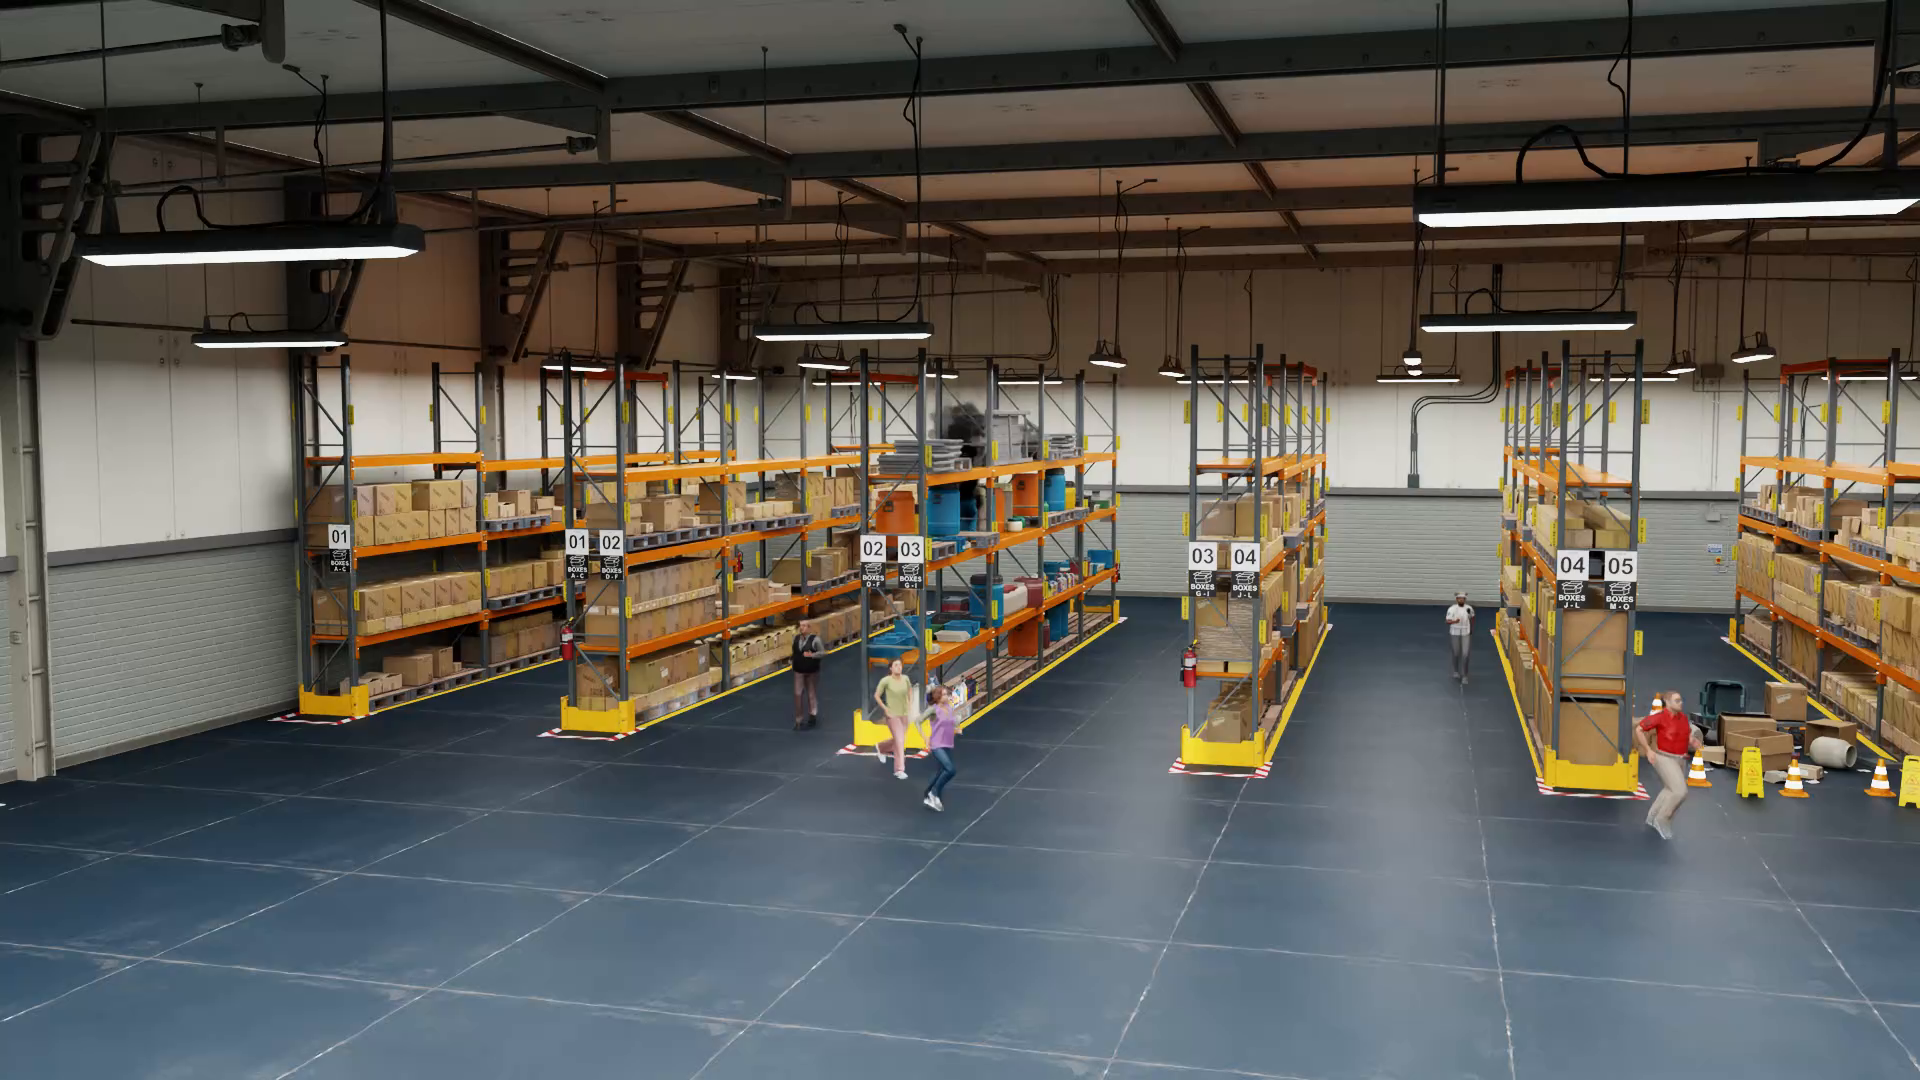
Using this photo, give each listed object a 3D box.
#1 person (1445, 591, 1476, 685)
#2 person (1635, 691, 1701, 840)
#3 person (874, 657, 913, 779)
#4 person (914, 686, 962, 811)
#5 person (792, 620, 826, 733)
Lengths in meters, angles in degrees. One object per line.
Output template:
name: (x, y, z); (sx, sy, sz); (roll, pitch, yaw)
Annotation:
person: (9.385, 1.814, 31.180); (0.560, 1.754, 0.742); (1, 4, 13)
person: (8.457, 2.680, 19.741); (0.637, 1.769, 0.721); (-3, 5, -33)
person: (-0.921, 2.453, 23.138); (0.593, 1.646, 0.760); (-3, 5, -32)
person: (-0.229, 2.626, 20.979); (0.643, 1.572, 0.508); (3, 5, 38)
person: (-2.424, 2.159, 26.588); (0.630, 1.785, 0.789); (1, 4, 10)
